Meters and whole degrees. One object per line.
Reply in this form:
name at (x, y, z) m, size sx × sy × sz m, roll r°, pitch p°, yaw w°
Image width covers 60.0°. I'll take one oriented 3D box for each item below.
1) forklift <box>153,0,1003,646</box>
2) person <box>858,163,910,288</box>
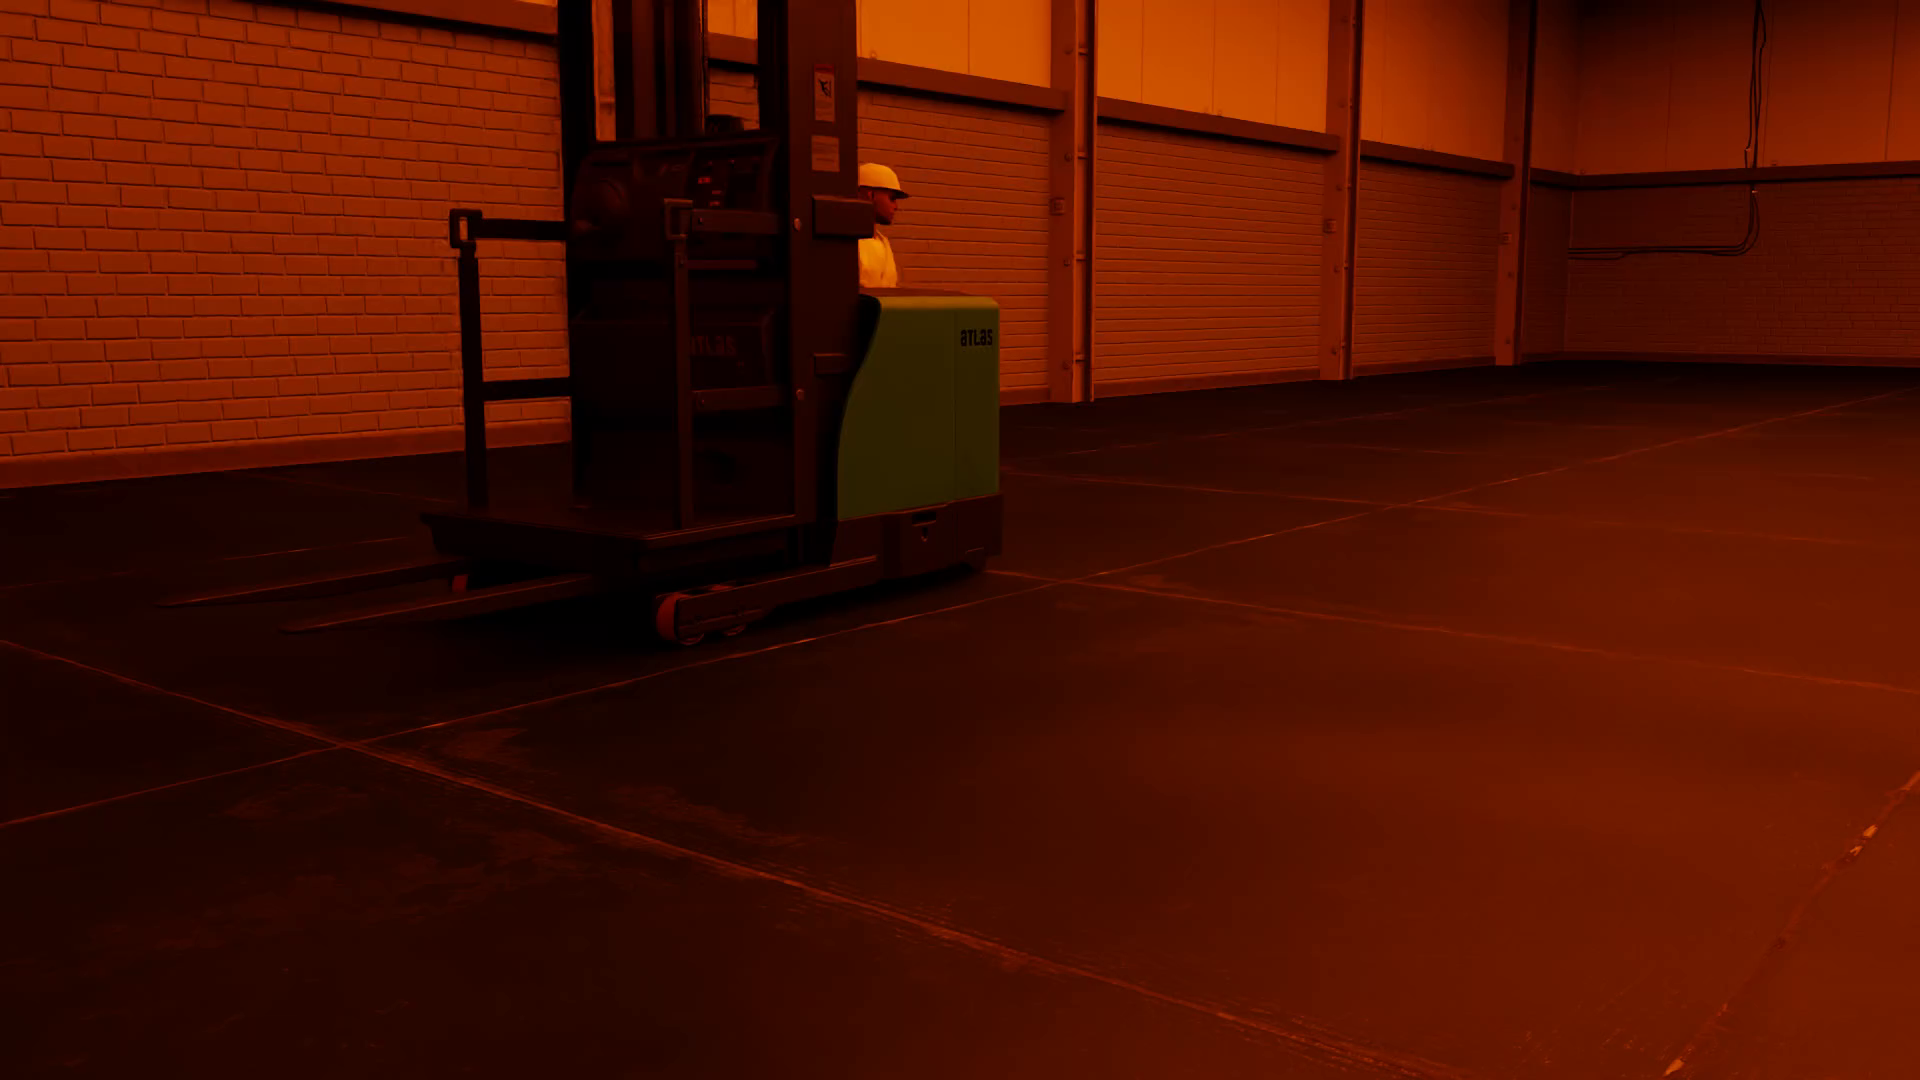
forklift at (-1.101, -1.200, 5.485) m, size 1.130 × 2.935 × 3.031 m, roll 6°, pitch 10°, yaw 35°
person at (-0.534, -0.933, 8.006) m, size 0.481 × 1.737 × 0.903 m, roll 5°, pitch 10°, yaw 31°
